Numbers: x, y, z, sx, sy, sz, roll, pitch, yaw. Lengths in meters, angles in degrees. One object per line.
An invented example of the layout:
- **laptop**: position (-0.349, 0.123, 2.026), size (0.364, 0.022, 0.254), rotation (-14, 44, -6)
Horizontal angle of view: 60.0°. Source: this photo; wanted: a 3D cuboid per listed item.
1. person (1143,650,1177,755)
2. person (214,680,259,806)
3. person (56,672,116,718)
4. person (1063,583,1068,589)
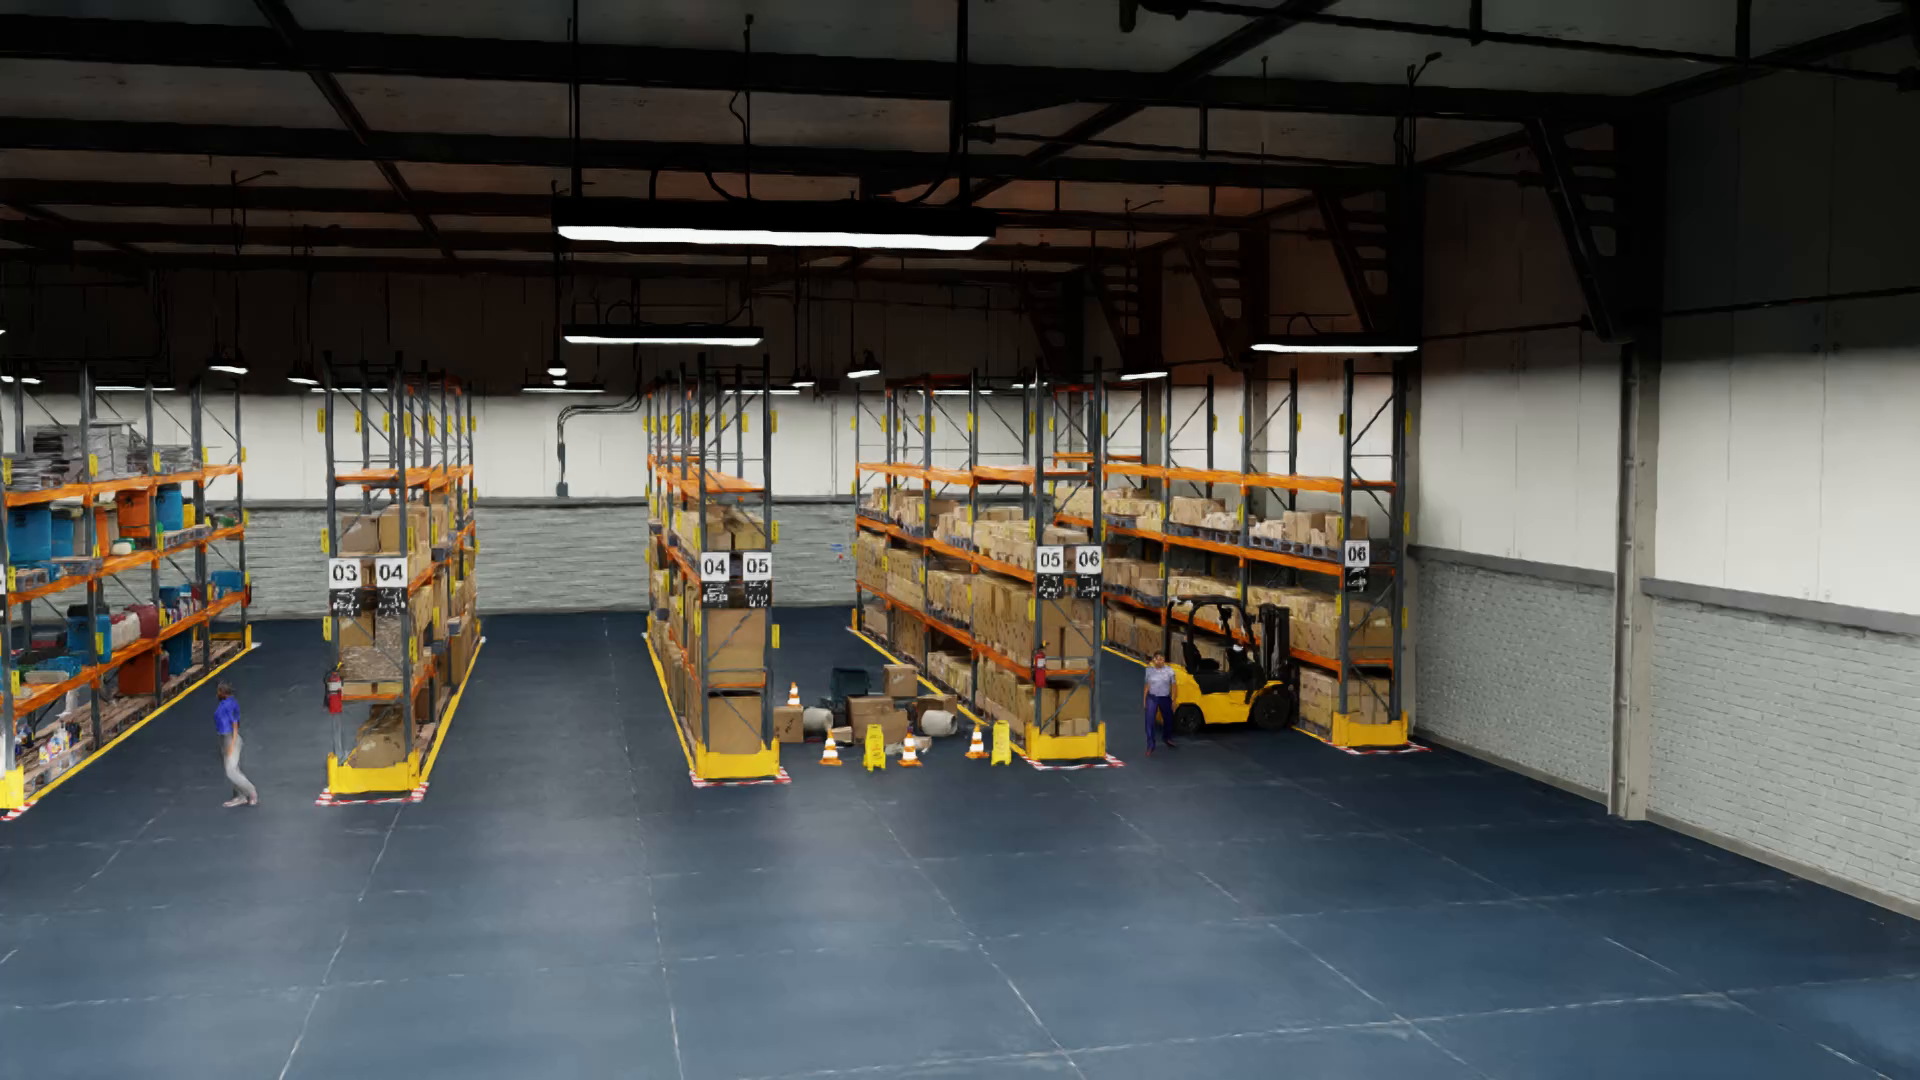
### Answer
- **person**: position (3.059, 2.443, 25.365), size (0.526, 1.581, 0.935), rotation (0, 4, 6)
- **person**: position (-9.466, 2.656, 21.744), size (0.438, 1.650, 0.629), rotation (-4, 5, -43)
- **person**: position (-14.790, 2.134, 28.176), size (0.636, 1.741, 1.052), rotation (1, 4, 8)
- **person**: position (2.547, 1.171, 43.020), size (0.424, 1.662, 0.590), rotation (-3, 5, -39)
